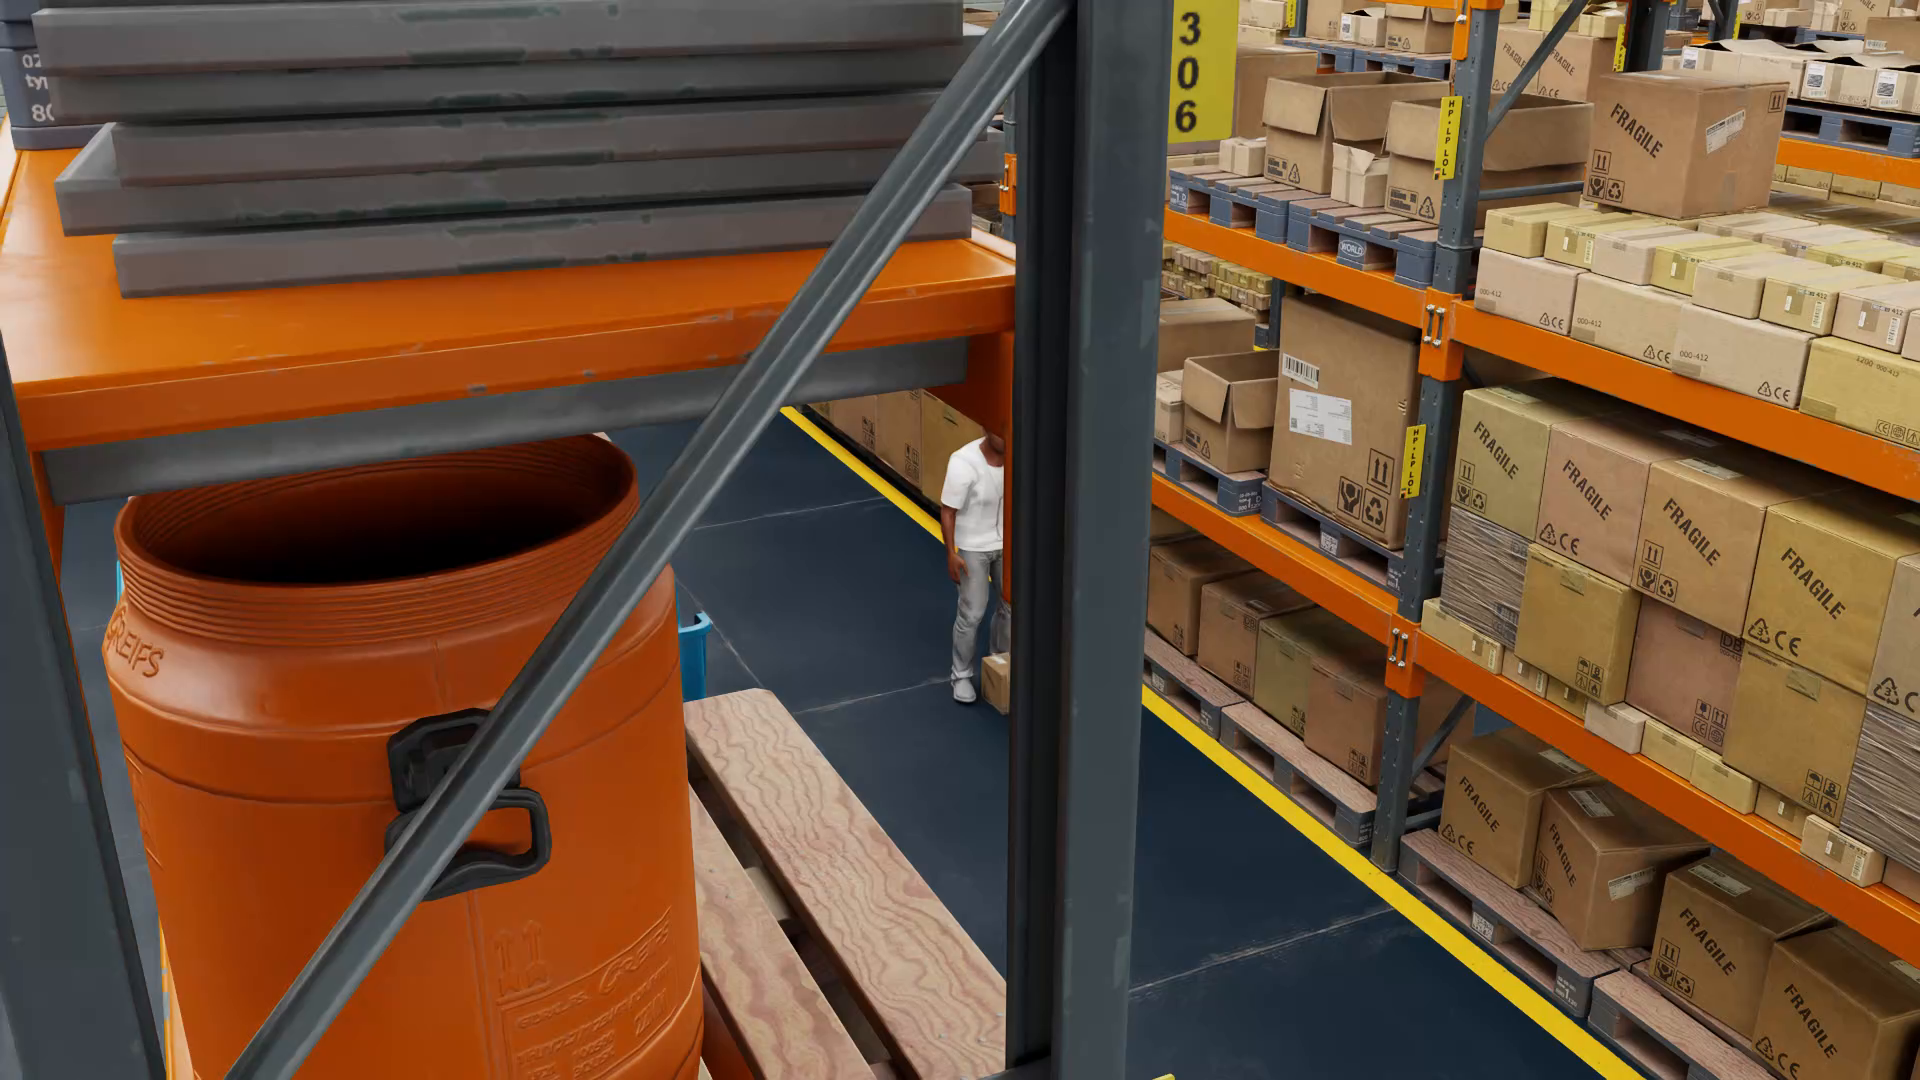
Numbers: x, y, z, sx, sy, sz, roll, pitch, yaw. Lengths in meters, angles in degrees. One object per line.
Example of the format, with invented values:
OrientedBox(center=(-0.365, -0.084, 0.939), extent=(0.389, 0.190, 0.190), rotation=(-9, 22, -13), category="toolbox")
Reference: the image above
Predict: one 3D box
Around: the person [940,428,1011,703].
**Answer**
OrientedBox(center=(0.181, 0.041, 9.467), extent=(0.611, 1.757, 0.454), rotation=(-11, 25, -25), category="person")
